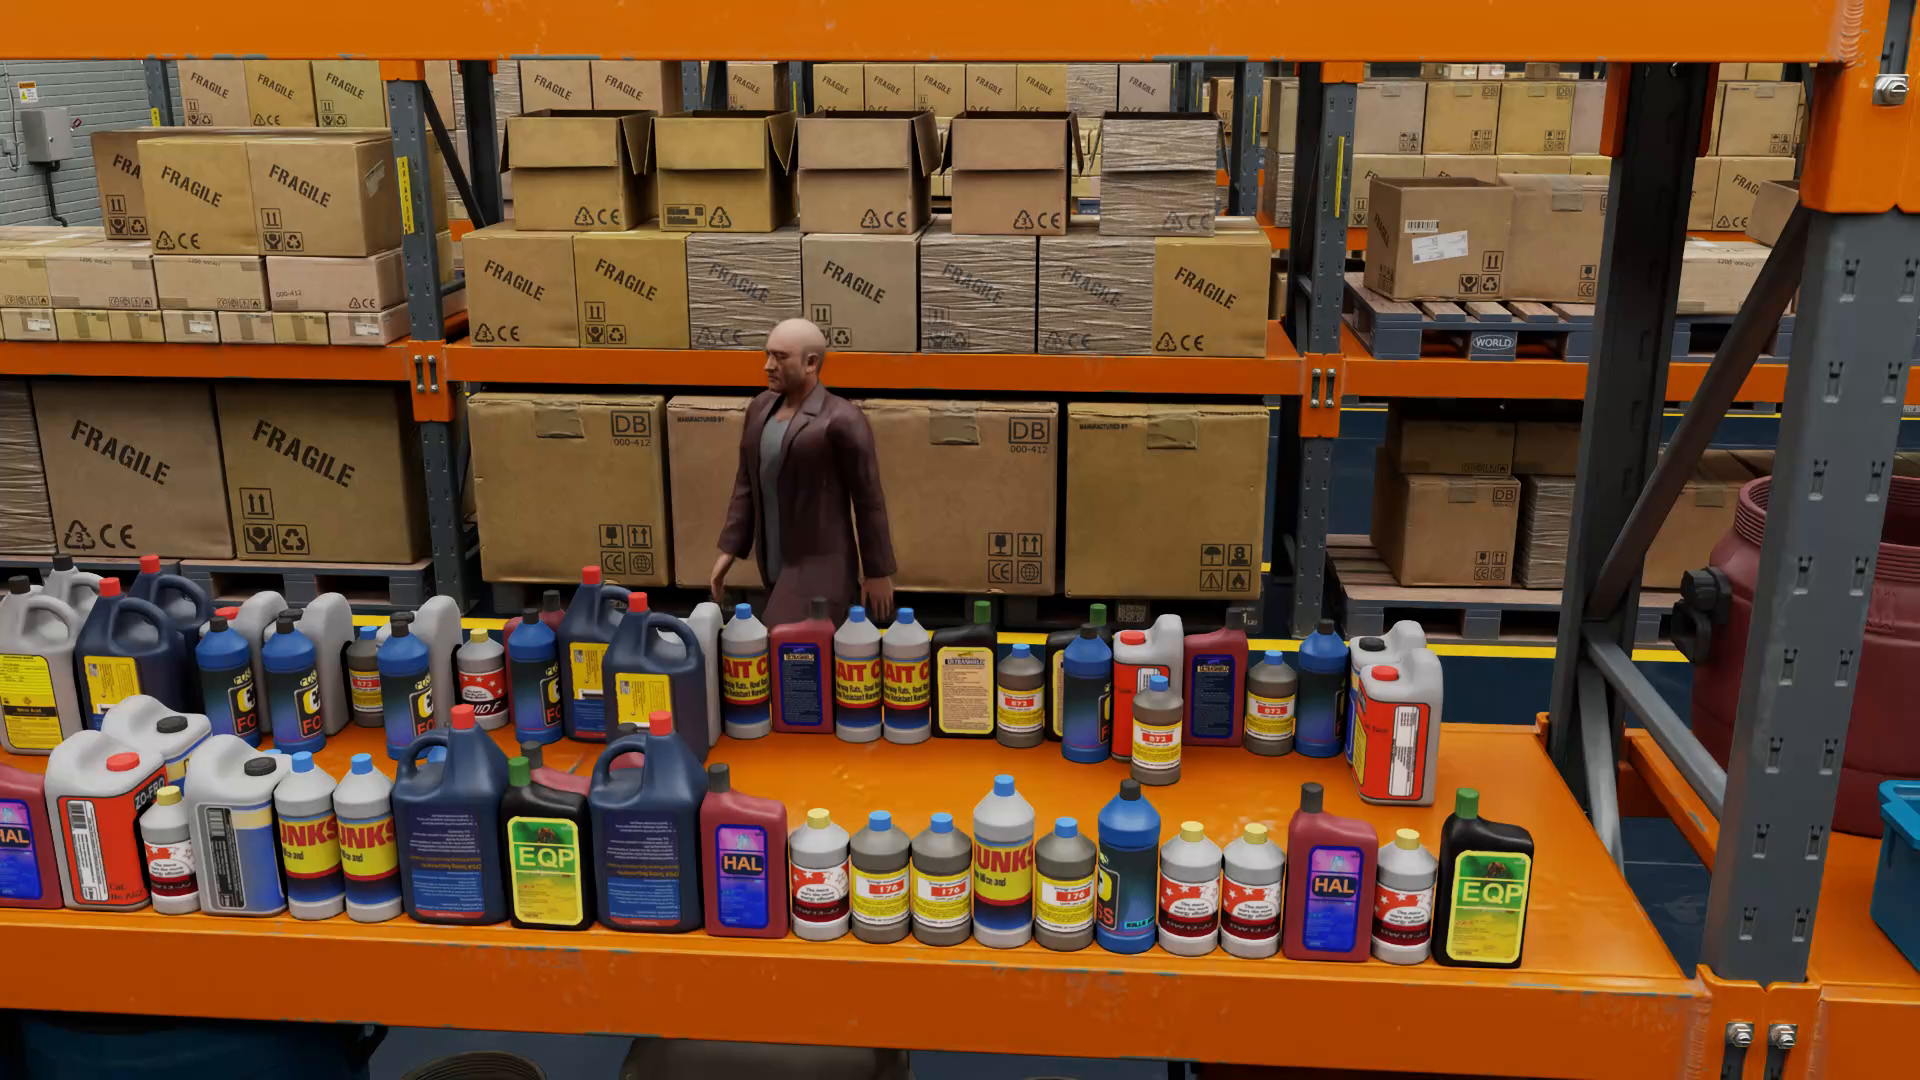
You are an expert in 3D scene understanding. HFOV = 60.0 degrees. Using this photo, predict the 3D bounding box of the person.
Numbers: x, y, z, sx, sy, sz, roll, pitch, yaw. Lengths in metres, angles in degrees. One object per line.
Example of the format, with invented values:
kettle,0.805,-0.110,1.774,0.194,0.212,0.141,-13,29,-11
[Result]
person,-0.549,0.086,5.819,1.147,1.737,0.602,-14,22,-38
